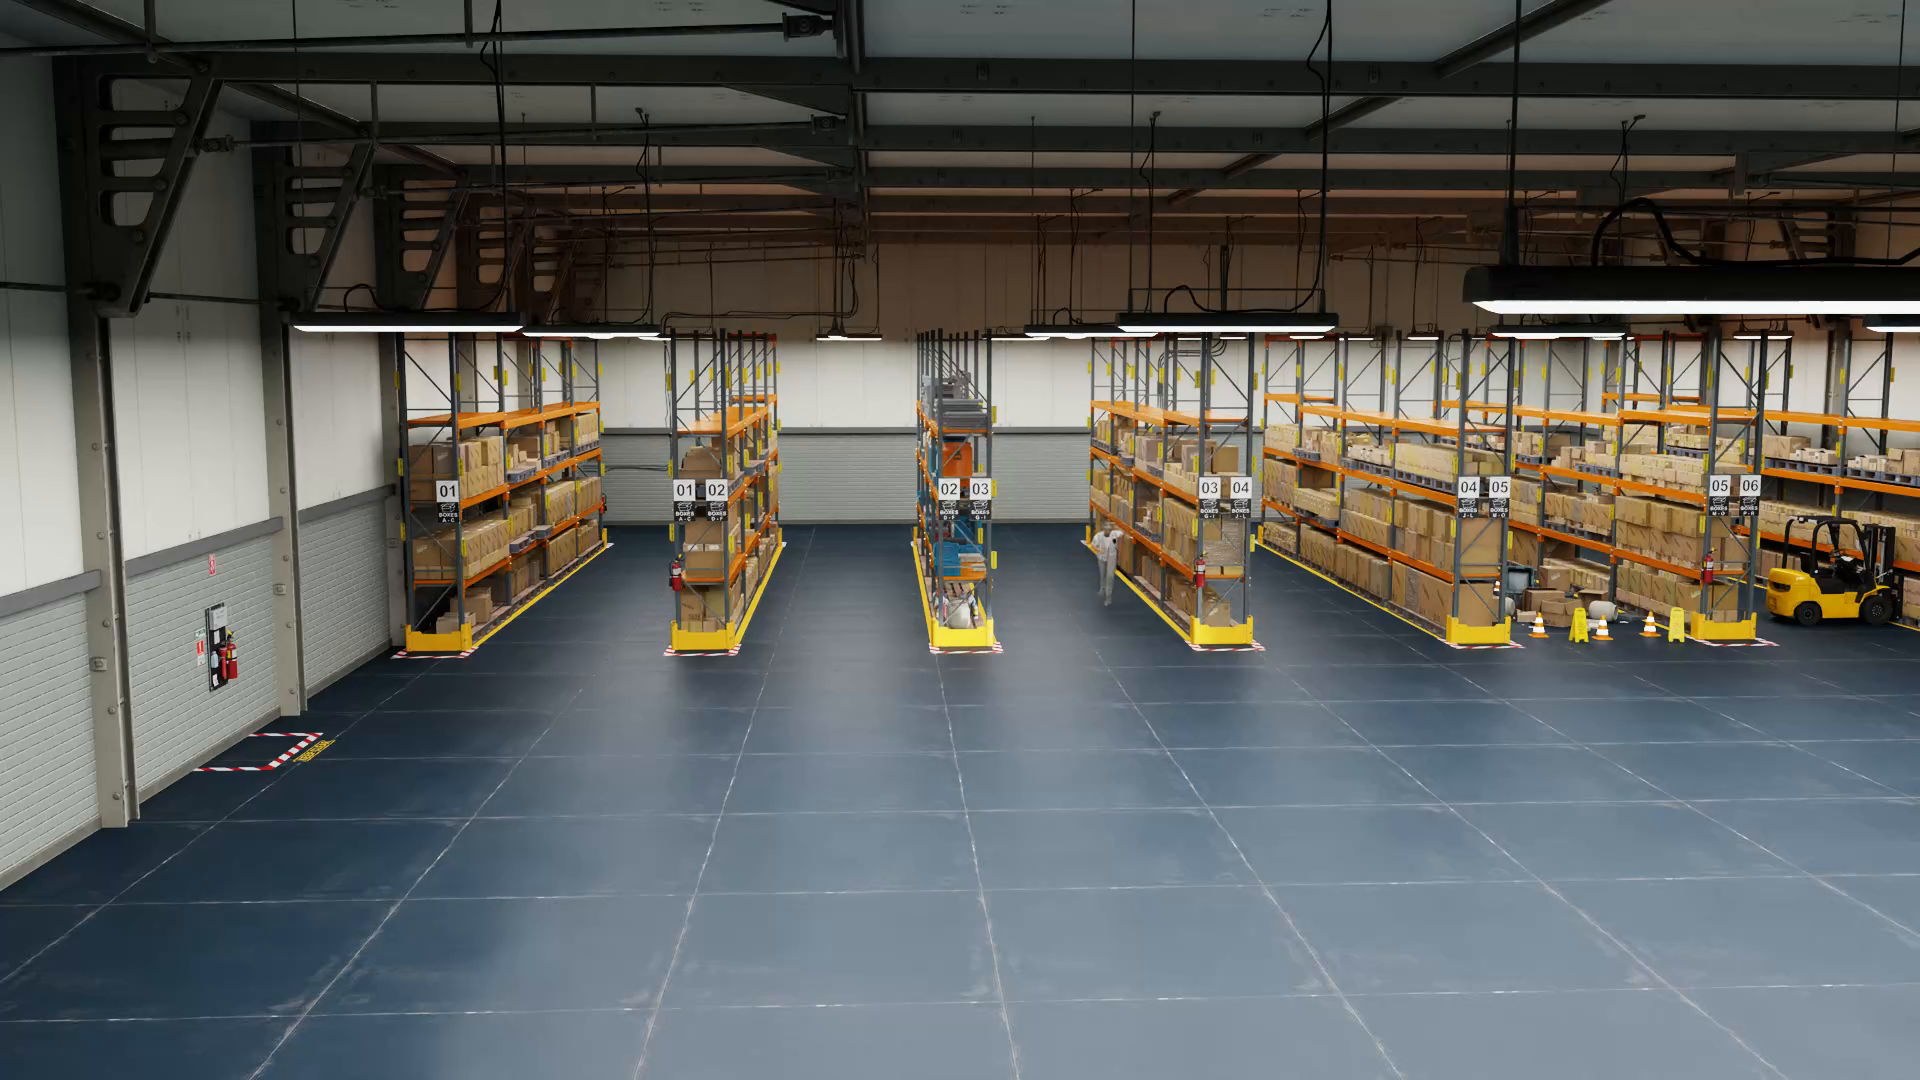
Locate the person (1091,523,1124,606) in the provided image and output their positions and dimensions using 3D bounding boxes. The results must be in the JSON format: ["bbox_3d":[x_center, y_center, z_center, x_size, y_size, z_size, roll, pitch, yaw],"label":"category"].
[{"bbox_3d":[3.150,0.477,35.585,0.705,1.782,0.965,0,7,1],"label":"person"}]

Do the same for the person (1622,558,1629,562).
[{"bbox_3d":[16.168,0.150,39.875,0.653,1.771,0.673,-1,7,-6],"label":"person"}]
